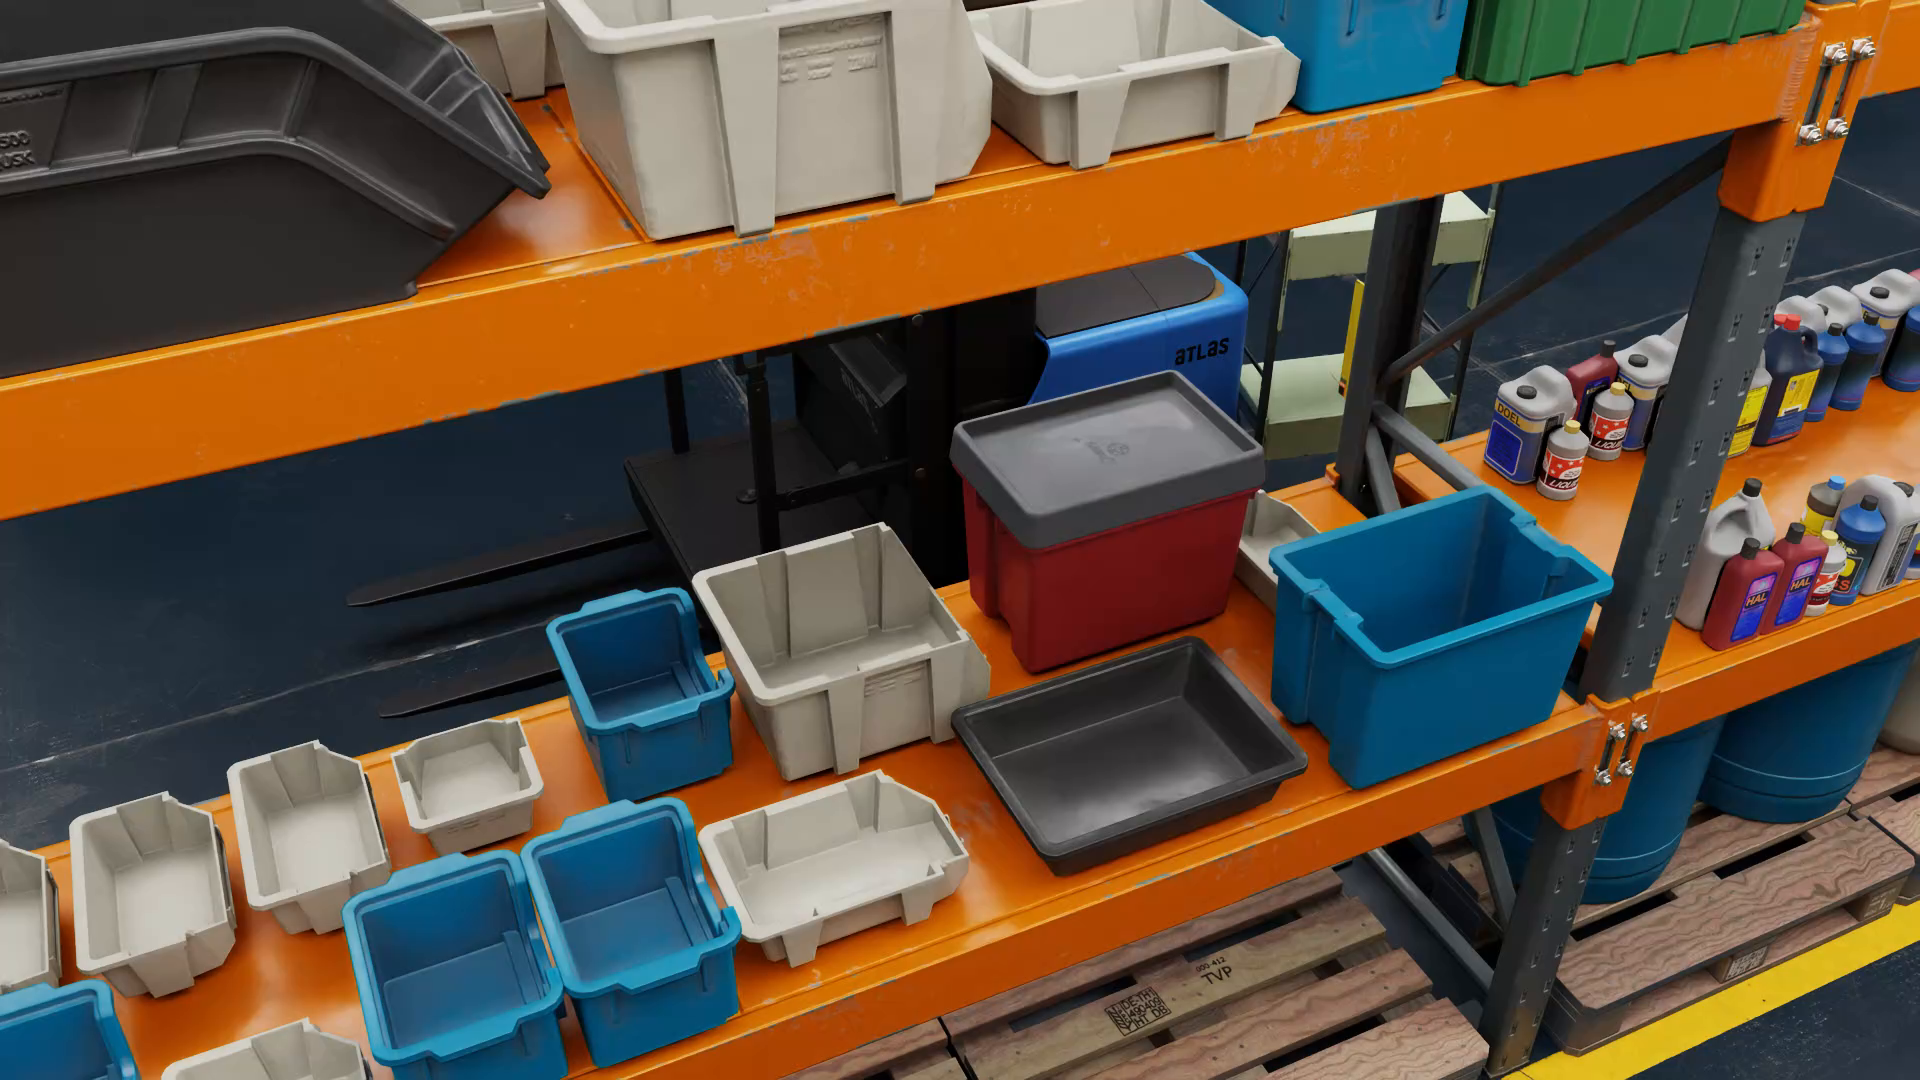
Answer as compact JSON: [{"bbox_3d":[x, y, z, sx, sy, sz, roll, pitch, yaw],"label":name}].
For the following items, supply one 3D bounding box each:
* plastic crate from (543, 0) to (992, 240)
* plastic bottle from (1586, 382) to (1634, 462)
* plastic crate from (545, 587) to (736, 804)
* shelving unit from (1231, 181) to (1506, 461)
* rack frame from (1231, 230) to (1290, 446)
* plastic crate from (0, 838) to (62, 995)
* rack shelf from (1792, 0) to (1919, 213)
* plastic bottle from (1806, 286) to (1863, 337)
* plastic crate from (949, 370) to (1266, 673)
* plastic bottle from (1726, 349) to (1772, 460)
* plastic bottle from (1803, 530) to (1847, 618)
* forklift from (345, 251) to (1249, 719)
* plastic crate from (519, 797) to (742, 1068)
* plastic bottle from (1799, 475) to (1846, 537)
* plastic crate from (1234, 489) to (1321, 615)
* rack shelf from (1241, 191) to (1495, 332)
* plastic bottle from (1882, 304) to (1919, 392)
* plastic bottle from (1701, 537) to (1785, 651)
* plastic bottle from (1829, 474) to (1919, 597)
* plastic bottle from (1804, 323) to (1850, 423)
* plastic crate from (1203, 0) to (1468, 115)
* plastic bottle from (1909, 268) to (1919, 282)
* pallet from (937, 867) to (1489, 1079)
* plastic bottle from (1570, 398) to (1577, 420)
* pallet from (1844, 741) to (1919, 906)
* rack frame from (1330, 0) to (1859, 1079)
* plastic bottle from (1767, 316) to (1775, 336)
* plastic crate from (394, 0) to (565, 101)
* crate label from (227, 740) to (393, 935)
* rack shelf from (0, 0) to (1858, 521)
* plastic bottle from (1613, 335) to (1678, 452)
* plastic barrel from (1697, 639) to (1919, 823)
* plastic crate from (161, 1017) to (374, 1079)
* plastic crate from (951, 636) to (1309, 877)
[{"bbox_3d":[-0.254,-0.615,2.142,0.530,0.282,0.437,-16,39,-20],"label":"plastic crate"},{"bbox_3d":[1.689,-0.315,4.323,0.097,0.201,0.097,0,37,0],"label":"plastic bottle"},{"bbox_3d":[-0.642,0.322,3.388,0.300,0.233,0.416,-16,39,-20],"label":"plastic crate"},{"bbox_3d":[1.375,-0.701,5.936,0.755,1.500,0.431,-7,37,-10],"label":"shelving unit"},{"bbox_3d":[1.018,-0.655,5.874,0.023,1.500,0.400,-7,37,-10],"label":"rack frame"},{"bbox_3d":[-1.730,0.715,2.939,0.243,0.136,0.396,-16,39,-20],"label":"plastic crate"},{"bbox_3d":[3.040,-1.497,3.837,4.000,0.370,1.077,-16,39,-20],"label":"rack shelf"},{"bbox_3d":[2.358,-0.554,4.583,0.135,0.276,0.152,-16,39,-20],"label":"plastic bottle"},{"bbox_3d":[0.314,-0.034,3.674,0.583,0.464,0.402,-16,39,-20],"label":"plastic crate"},{"bbox_3d":[1.984,-0.387,4.295,0.185,0.351,0.144,-16,39,-20],"label":"plastic bottle"},{"bbox_3d":[1.960,0.069,3.806,0.097,0.201,0.097,0,37,0],"label":"plastic bottle"},{"bbox_3d":[-0.569,-1.016,5.160,3.031,2.935,1.130,-16,39,-20],"label":"forklift"},{"bbox_3d":[-0.565,0.686,2.897,0.300,0.233,0.416,-16,39,-20],"label":"plastic crate"},{"bbox_3d":[2.072,-0.062,3.983,0.097,0.201,0.097,0,37,0],"label":"plastic bottle"},{"bbox_3d":[0.747,0.047,3.839,0.243,0.136,0.396,-16,39,-20],"label":"plastic crate"},{"bbox_3d":[1.375,-1.014,5.703,0.720,0.370,0.431,-7,37,-10],"label":"rack shelf"},{"bbox_3d":[2.638,-0.548,4.579,0.097,0.271,0.097,0,37,0],"label":"plastic bottle"},{"bbox_3d":[1.742,0.109,3.683,0.133,0.283,0.061,-16,39,-20],"label":"plastic bottle"},{"bbox_3d":[2.141,-0.030,3.877,0.135,0.276,0.152,-16,39,-20],"label":"plastic bottle"},{"bbox_3d":[2.306,-0.455,4.454,0.097,0.271,0.097,0,37,0],"label":"plastic bottle"},{"bbox_3d":[0.541,-0.810,2.447,0.300,0.233,0.416,-16,39,-20],"label":"plastic crate"},{"bbox_3d":[2.758,-0.699,4.772,0.133,0.283,0.061,-16,39,-20],"label":"plastic bottle"},{"bbox_3d":[0.580,1.252,4.385,1.213,0.211,1.003,-16,39,-20],"label":"pallet"},{"bbox_3d":[1.542,-0.314,4.322,0.097,0.201,0.097,0,37,0],"label":"plastic bottle"},{"bbox_3d":[3.051,0.561,5.317,1.213,0.211,1.003,-16,39,-20],"label":"pallet"},{"bbox_3d":[1.229,-0.075,3.834,0.127,3.000,1.000,-16,39,-20],"label":"rack frame"},{"bbox_3d":[2.090,-0.511,4.463,0.185,0.351,0.144,-16,39,-20],"label":"plastic bottle"},{"bbox_3d":[-0.627,-0.819,2.539,0.530,0.136,0.437,-16,39,-20],"label":"plastic crate"},{"bbox_3d":[-1.220,0.566,3.140,0.243,0.136,0.396,-16,39,-20],"label":"crate label"},{"bbox_3d":[-0.581,-0.485,2.472,4.000,0.370,1.077,-16,39,-20],"label":"rack shelf"},{"bbox_3d":[1.779,-0.392,4.365,0.135,0.276,0.152,-16,39,-20],"label":"plastic bottle"},{"bbox_3d":[2.370,0.291,4.749,0.708,0.901,0.600,-16,39,-20],"label":"plastic barrel"},{"bbox_3d":[-1.089,0.926,2.655,0.298,0.136,0.250,-16,39,-20],"label":"plastic crate"},{"bbox_3d":[0.330,0.439,3.320,0.590,0.125,0.437,-16,39,-20],"label":"plastic crate"}]
